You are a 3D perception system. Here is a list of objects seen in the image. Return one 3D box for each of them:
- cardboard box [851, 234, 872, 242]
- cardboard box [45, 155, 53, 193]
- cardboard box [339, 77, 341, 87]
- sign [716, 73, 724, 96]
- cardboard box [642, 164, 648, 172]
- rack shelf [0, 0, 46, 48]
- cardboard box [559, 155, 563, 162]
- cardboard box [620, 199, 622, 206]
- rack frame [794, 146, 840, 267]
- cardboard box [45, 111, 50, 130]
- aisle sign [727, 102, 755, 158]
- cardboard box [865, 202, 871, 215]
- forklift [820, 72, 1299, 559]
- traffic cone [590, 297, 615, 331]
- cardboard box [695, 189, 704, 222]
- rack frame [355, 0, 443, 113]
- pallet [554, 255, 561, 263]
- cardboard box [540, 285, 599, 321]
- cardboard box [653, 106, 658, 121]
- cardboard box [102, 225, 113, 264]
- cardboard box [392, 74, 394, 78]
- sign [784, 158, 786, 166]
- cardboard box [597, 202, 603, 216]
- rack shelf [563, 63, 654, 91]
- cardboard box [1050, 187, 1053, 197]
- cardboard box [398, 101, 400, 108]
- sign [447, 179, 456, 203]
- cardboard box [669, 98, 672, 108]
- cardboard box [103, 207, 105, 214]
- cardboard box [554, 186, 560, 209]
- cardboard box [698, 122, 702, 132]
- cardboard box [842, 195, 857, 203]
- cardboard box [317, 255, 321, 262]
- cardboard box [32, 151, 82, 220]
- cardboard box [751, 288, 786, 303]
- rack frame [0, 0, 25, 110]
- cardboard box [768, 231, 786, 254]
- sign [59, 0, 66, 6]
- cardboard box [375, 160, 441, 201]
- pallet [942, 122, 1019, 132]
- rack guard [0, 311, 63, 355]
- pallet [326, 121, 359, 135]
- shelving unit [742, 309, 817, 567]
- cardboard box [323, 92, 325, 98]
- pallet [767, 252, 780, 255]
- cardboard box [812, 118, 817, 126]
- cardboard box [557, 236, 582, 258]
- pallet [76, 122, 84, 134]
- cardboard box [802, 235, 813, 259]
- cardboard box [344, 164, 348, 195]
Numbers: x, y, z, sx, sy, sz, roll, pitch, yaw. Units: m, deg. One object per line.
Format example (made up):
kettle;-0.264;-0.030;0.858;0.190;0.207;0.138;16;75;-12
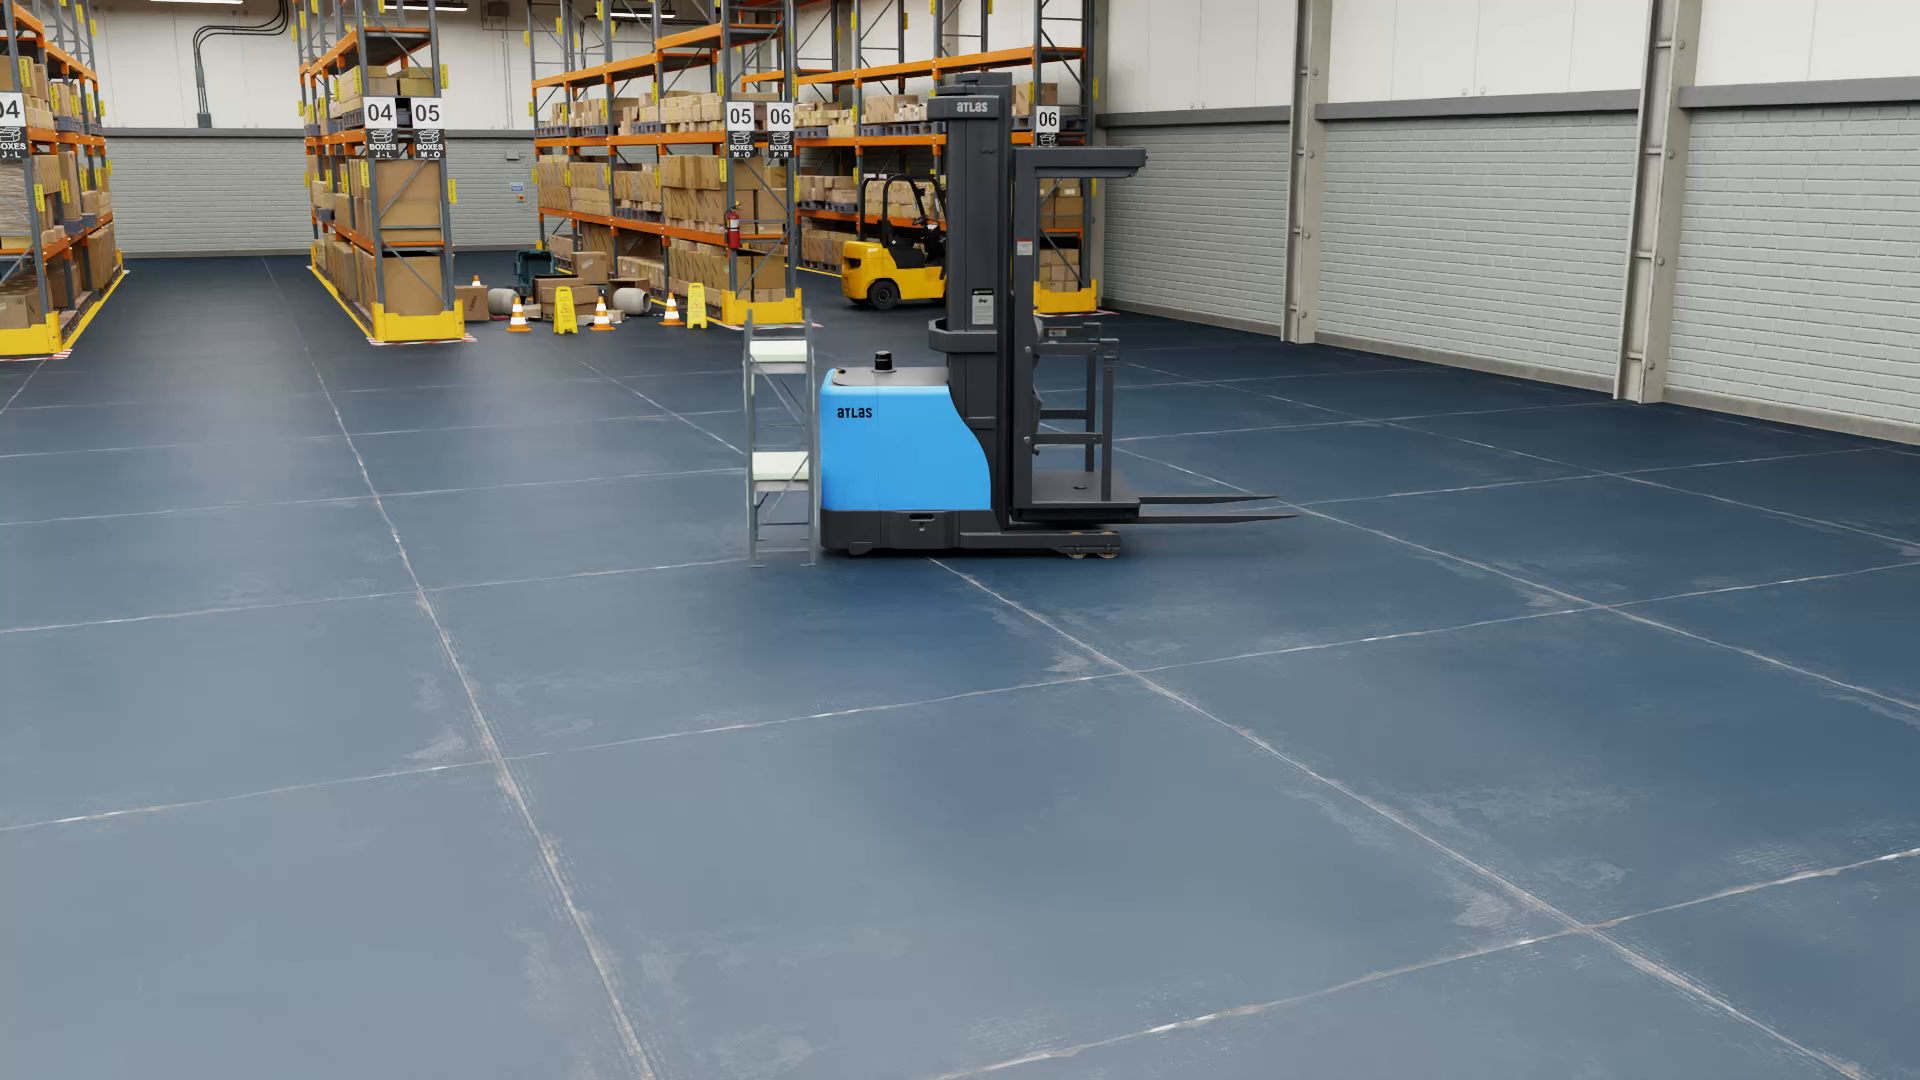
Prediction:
cardboard box;-2.018;-6.188;34.129;0.380;0.149;0.250;-6;14;-26
cardboard box;-12.582;-4.938;22.455;0.500;0.500;0.500;-6;14;-23
cardboard box;-9.193;-6.938;25.176;0.380;0.149;0.250;-5;14;-22
sign;-3.447;-6.551;23.907;0.100;0.325;0.005;-6;14;-23
cardboard box;-5.344;-6.516;29.119;0.380;0.149;0.250;-6;14;-25
rack shelf;-12.812;-6.793;21.867;1.077;0.370;4.000;-6;14;-23
cardboard box;-8.500;-8.286;36.142;0.380;0.149;0.250;-6;14;-23
cardboard box;-6.175;-6.355;31.303;0.380;0.149;0.250;-7;15;-26
rack frame;-3.191;-7.633;37.196;1.000;3.000;0.127;-6;14;-23
cardboard box;-12.991;-5.845;23.150;0.500;0.250;0.500;-5;14;-22
aisle sign;-3.171;-5.932;24.082;0.394;0.787;0.004;-6;14;-23
cardboard box;-1.635;-6.619;33.151;0.500;0.250;0.500;-6;14;-23
forklift;0.628;-1.432;10.556;3.031;2.935;1.130;0;13;-2
traffic cone;-5.165;-3.270;23.974;0.336;0.463;0.334;-6;14;-23
cardboard box;-3.794;-5.193;25.773;0.500;0.500;0.500;-6;14;-23
rack frame;-7.425;-7.159;21.845;1.000;3.000;0.127;-6;14;-23
pallet;-8.948;-6.493;38.458;1.003;0.211;1.213;-6;14;-23
cardboard box;-5.954;-3.622;25.405;0.637;0.503;0.797;6;14;26
cardboard box;-4.899;-7.231;28.211;0.500;0.250;0.500;-6;14;-24
cardboard box;-17.369;-5.787;33.004;0.875;0.875;0.875;-6;14;-23
cardboard box;-8.084;-6.736;24.305;0.380;0.149;0.250;-6;14;-24
sign;-4.276;-9.223;40.799;0.100;0.325;0.005;-6;14;-23
cardboard box;-6.794;-6.469;32.502;0.500;0.250;0.500;-5;14;-22
rack shelf;-6.936;-9.148;32.920;1.077;0.370;4.000;-6;14;-23
cardboard box;1.561;-5.657;26.999;0.380;0.149;0.250;-6;14;-23
cardboard box;-7.877;-6.242;23.938;0.380;0.149;0.250;-5;14;-22
sign;-6.914;-4.746;22.626;0.100;0.325;0.005;-6;14;-23
cardboard box;-4.477;-7.057;26.846;0.380;0.149;0.250;-6;14;-25
cardboard box;-17.052;-6.473;32.742;0.380;0.149;0.250;-6;14;-24
cardboard box;-8.583;-7.513;36.459;0.500;0.500;0.500;-6;14;-24
cardboard box;-3.817;-6.359;25.597;0.380;0.149;0.250;-6;14;-25
cardboard box;-2.203;-6.990;34.043;0.380;0.149;0.250;-5;14;-22
cardboard box;-13.630;-6.060;35.794;0.380;0.149;0.250;-5;14;-22
cardboard box;-13.803;-5.309;24.896;1.000;1.000;1.000;-6;14;-23
cardboard box;-3.000;-3.761;25.634;0.500;0.250;0.500;-6;14;-23
rack frame;-12.010;-6.732;20.000;1.000;3.000;0.127;-6;14;-23
cardboard box;-4.208;-7.013;39.129;0.500;0.500;0.500;-5;14;-22
sign;-14.722;-8.930;27.247;0.100;0.325;0.005;-6;14;-23
cardboard box;-7.538;-4.916;22.729;0.875;0.550;0.550;-6;14;-23
pallet;0.379;-7.224;28.975;1.003;0.211;1.213;-6;14;-23
rack guard;-12.041;-2.607;21.026;1.175;0.500;0.348;-6;14;-23
pallet;-10.323;-7.130;28.792;1.213;0.211;1.003;-5;14;-20
shelving unit;-1.116;-0.652;10.354;0.431;1.500;0.755;-1;13;-6
cardboard box;-11.249;-7.937;29.939;0.396;0.266;0.258;-6;14;-23
pallet;-3.957;-6.668;39.215;1.003;0.211;1.213;-6;14;-23
cardboard box;-2.931;-8.863;35.265;0.380;0.149;0.250;-5;14;-22
cardboard box;-8.609;-6.651;37.704;0.875;0.438;0.875;-5;14;-21
pallet;-15.522;-6.960;28.055;1.213;0.211;1.003;-5;14;-20
cardboard box;-3.203;-6.499;36.911;0.500;0.500;0.500;-5;14;-21
cardboard box;-10.048;-6.121;28.226;0.700;0.500;0.500;-6;14;-24
